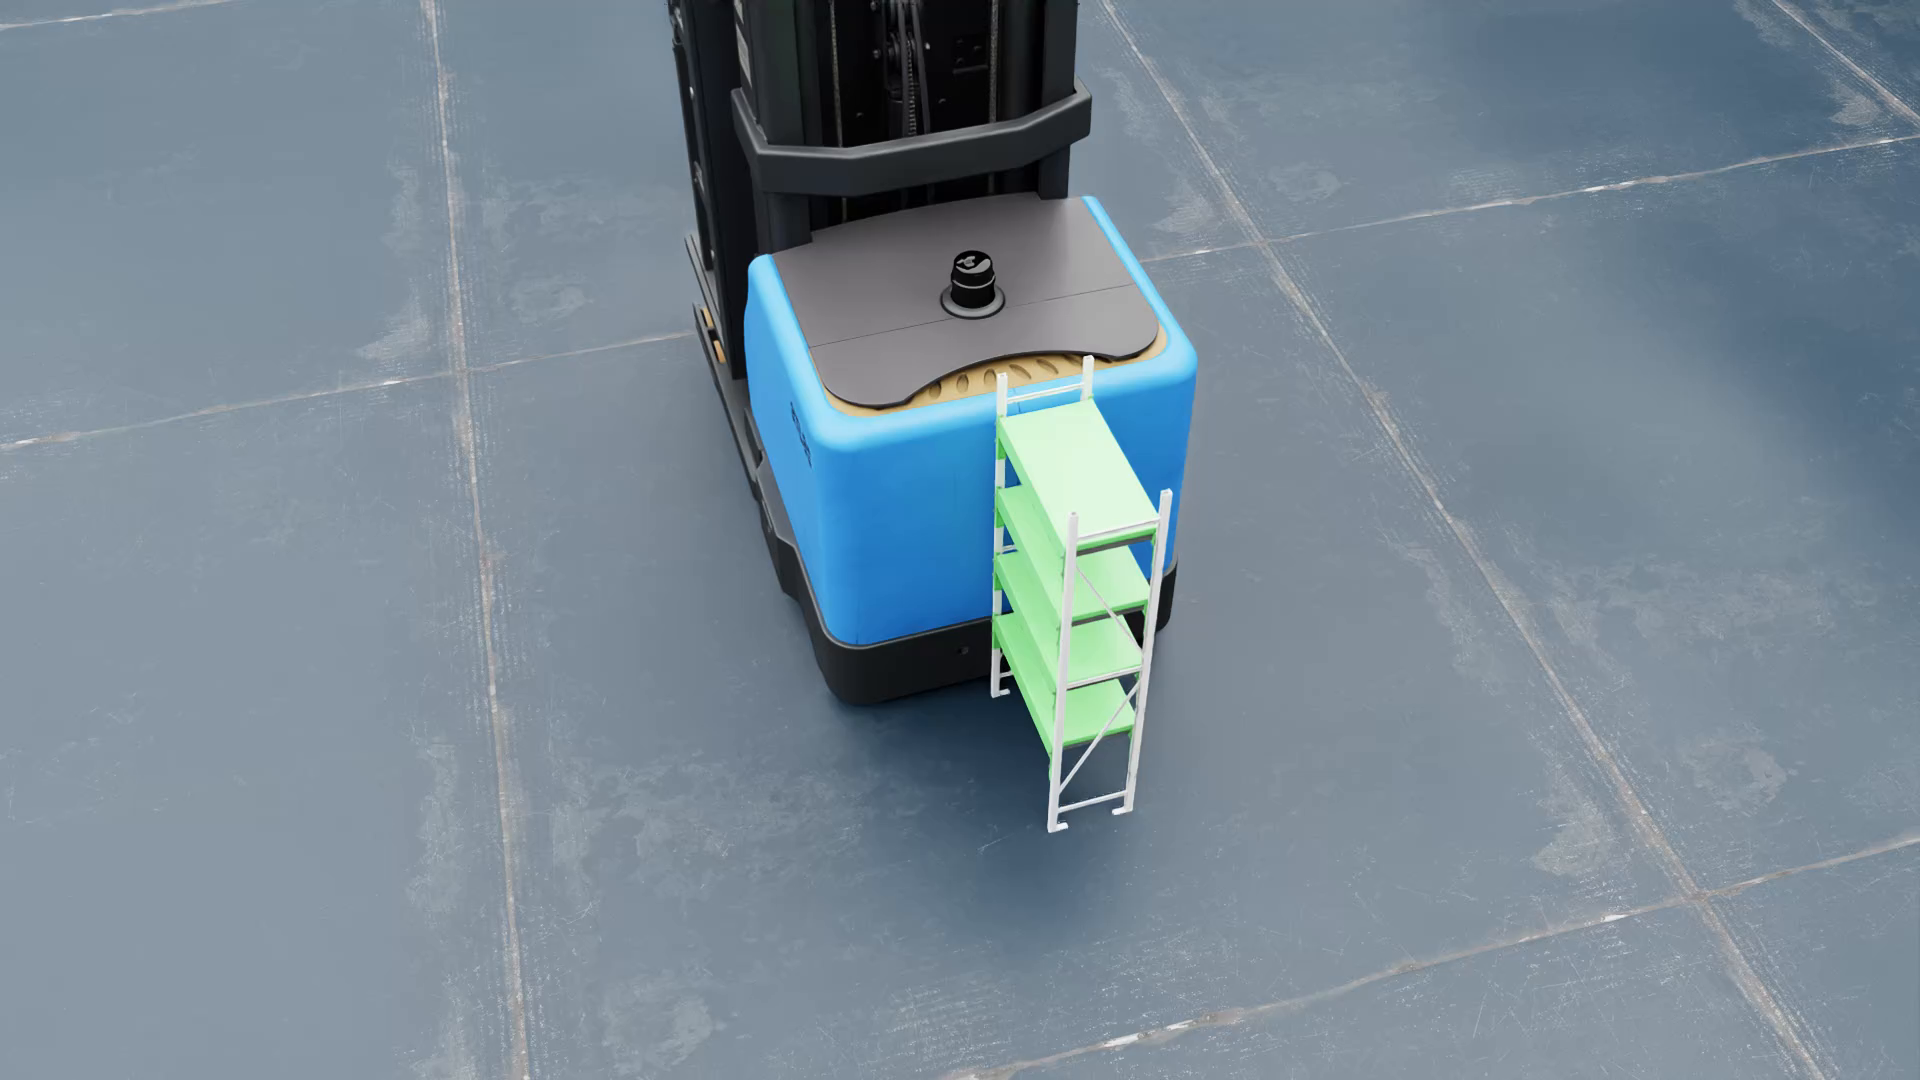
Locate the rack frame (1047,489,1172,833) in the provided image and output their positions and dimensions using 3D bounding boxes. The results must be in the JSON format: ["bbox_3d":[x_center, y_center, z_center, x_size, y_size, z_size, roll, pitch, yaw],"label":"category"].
[{"bbox_3d":[0.353,0.338,4.078,0.240,1.200,0.015,-13,47,-12],"label":"rack frame"}]

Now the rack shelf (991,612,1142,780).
[{"bbox_3d":[0.279,0.385,4.458,0.258,0.148,0.480,-13,47,-12],"label":"rack shelf"}]

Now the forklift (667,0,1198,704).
[{"bbox_3d":[-0.302,-1.636,4.801,1.130,2.935,3.031,-13,47,-12],"label":"forklift"}]

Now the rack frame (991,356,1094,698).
[{"bbox_3d":[0.206,0.006,4.404,0.240,1.200,0.015,-13,47,-12],"label":"rack frame"}]

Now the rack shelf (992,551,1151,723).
[{"bbox_3d":[0.279,0.217,4.287,0.258,0.148,0.480,-13,47,-12],"label":"rack shelf"}]

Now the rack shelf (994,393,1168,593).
[{"bbox_3d":[0.279,-0.119,3.944,0.258,0.148,0.480,-13,47,-12],"label":"rack shelf"}]

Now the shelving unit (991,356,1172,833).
[{"bbox_3d":[0.279,0.172,4.241,0.258,1.200,0.503,-13,47,-12],"label":"shelving unit"}]

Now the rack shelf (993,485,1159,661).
[{"bbox_3d":[0.279,0.049,4.115,0.258,0.148,0.480,-13,47,-12],"label":"rack shelf"}]
